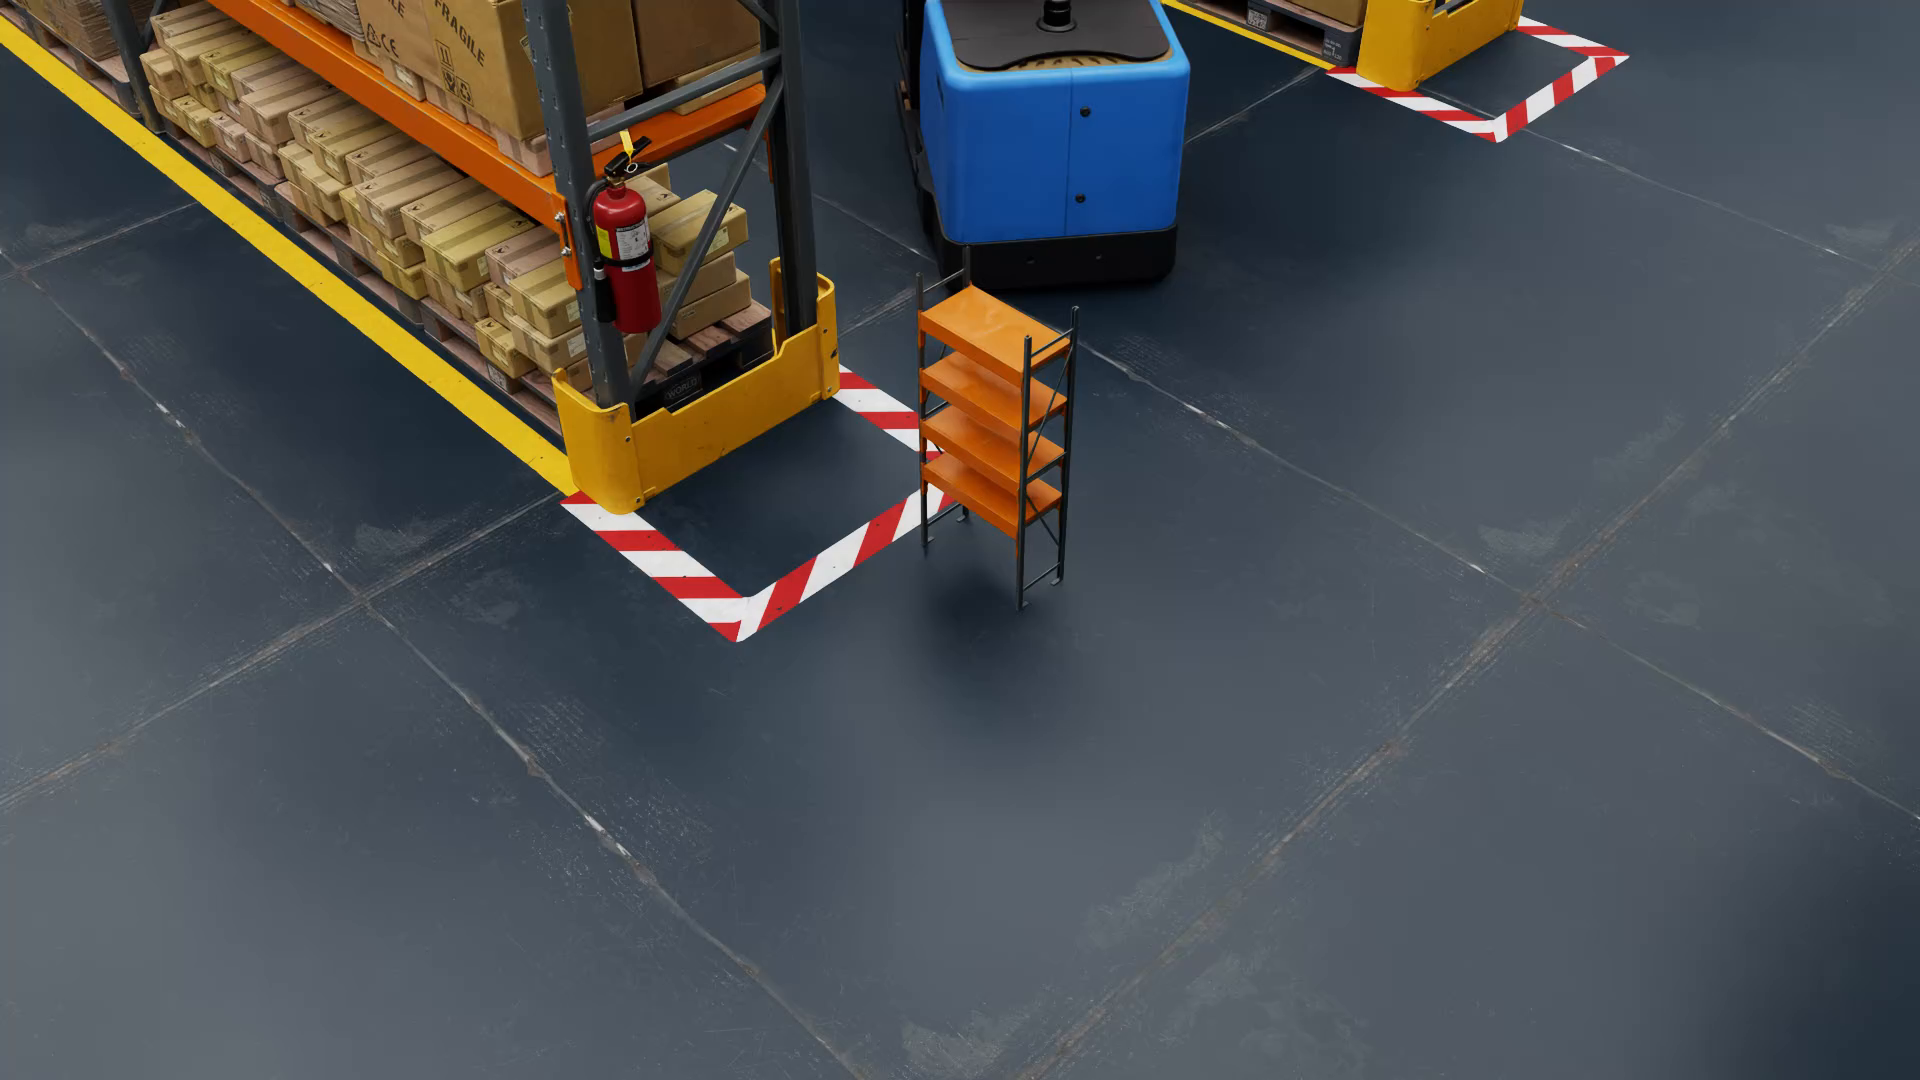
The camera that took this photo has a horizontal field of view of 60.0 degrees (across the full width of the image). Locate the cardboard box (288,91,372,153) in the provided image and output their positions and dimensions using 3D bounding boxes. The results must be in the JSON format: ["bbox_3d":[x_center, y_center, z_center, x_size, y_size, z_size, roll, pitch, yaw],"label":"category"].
[{"bbox_3d":[-2.743,-1.862,7.407,0.250,0.149,0.380,32,51,30],"label":"cardboard box"}]

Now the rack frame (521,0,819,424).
[{"bbox_3d":[-0.954,-1.505,5.668,1.000,3.000,0.127,-34,53,-31],"label":"rack frame"}]

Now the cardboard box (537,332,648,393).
[{"bbox_3d":[-1.473,-0.765,6.659,0.380,0.149,0.250,-33,52,-31],"label":"cardboard box"}]

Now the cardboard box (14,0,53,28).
[{"bbox_3d":[-4.842,-3.144,8.975,0.500,0.500,0.500,33,52,30],"label":"cardboard box"}]

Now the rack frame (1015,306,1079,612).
[{"bbox_3d":[0.289,-0.244,5.630,0.240,1.200,0.015,-34,53,-31],"label":"rack frame"}]

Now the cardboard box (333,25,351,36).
[{"bbox_3d":[-2.231,-2.095,6.492,0.250,0.149,0.380,32,51,30],"label":"cardboard box"}]

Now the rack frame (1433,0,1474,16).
[{"bbox_3d":[2.629,-3.833,8.188,1.000,3.000,0.127,-34,53,-31],"label":"rack frame"}]

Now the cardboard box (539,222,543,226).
[{"bbox_3d":[-1.623,-1.395,7.341,0.380,0.149,0.250,-33,52,-31],"label":"cardboard box"}]

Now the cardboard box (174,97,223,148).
[{"bbox_3d":[-3.561,-2.077,8.079,0.380,0.149,0.250,-33,52,-30],"label":"cardboard box"}]

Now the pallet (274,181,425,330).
[{"bbox_3d":[-2.413,-1.510,7.729,1.003,0.211,1.213,-34,53,-31],"label":"pallet"}]

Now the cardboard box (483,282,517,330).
[{"bbox_3d":[-1.675,-0.989,6.682,0.250,0.149,0.380,33,52,31],"label":"cardboard box"}]

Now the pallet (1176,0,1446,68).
[{"bbox_3d":[2.009,-3.156,9.510,1.003,0.211,1.213,-34,53,-31],"label":"pallet"}]

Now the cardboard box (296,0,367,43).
[{"bbox_3d":[-2.178,-2.232,6.163,0.500,0.500,0.500,-34,52,-31],"label":"cardboard box"}]

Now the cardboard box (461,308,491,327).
[{"bbox_3d":[-1.852,-1.008,6.922,0.250,0.149,0.380,34,52,31],"label":"cardboard box"}]

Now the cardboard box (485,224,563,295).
[{"bbox_3d":[-1.644,-1.112,6.596,0.380,0.149,0.250,-33,52,-31],"label":"cardboard box"}]

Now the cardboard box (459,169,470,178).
[{"bbox_3d":[-2.111,-1.697,7.449,0.380,0.149,0.250,-31,51,-29],"label":"cardboard box"}]

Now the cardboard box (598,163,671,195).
[{"bbox_3d":[-1.450,-1.502,7.018,0.250,0.149,0.380,34,53,31],"label":"cardboard box"}]

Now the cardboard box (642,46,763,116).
[{"bbox_3d":[-0.950,-1.725,6.092,0.250,0.149,0.380,34,52,31],"label":"cardboard box"}]

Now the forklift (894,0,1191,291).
[{"bbox_3d":[0.258,-3.175,7.526,1.130,2.935,3.031,-5,43,-6],"label":"forklift"}]

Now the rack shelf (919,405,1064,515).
[{"bbox_3d":[0.117,-0.312,5.802,0.258,0.148,0.480,-34,53,-31],"label":"rack shelf"}]

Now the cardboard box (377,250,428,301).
[{"bbox_3d":[-2.260,-1.213,7.144,0.250,0.149,0.380,32,51,30],"label":"cardboard box"}]

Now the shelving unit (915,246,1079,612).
[{"bbox_3d":[0.117,-0.361,5.757,0.258,1.200,0.503,-34,53,-31],"label":"shelving unit"}]

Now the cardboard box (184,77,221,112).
[{"bbox_3d":[-3.507,-2.237,8.033,0.380,0.149,0.250,-34,52,-31],"label":"cardboard box"}]

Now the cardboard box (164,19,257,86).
[{"bbox_3d":[-3.529,-2.327,7.911,0.380,0.149,0.250,-31,51,-29],"label":"cardboard box"}]

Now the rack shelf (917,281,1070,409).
[{"bbox_3d":[0.117,-0.650,5.490,0.258,0.148,0.480,-34,53,-31],"label":"rack shelf"}]

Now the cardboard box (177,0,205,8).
[{"bbox_3d":[-4.113,-3.145,8.976,0.500,0.500,0.500,-32,51,-30],"label":"cardboard box"}]

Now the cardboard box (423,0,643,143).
[{"bbox_3d":[-1.453,-1.743,5.633,0.500,0.500,0.500,-33,52,-31],"label":"cardboard box"}]

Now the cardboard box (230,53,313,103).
[{"bbox_3d":[-3.116,-2.115,7.681,0.250,0.149,0.380,33,52,30],"label":"cardboard box"}]

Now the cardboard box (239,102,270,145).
[{"bbox_3d":[-3.121,-2.006,7.783,0.250,0.149,0.380,32,51,30],"label":"cardboard box"}]

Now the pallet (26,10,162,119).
[{"bbox_3d":[-4.329,-2.776,9.099,1.003,0.211,1.213,-34,53,-31],"label":"pallet"}]

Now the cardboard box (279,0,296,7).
[{"bbox_3d":[-2.624,-2.325,6.741,0.380,0.149,0.250,-32,52,-30],"label":"cardboard box"}]

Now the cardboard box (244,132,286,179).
[{"bbox_3d":[-3.134,-1.885,7.870,0.250,0.149,0.380,33,52,31],"label":"cardboard box"}]

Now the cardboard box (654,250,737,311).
[{"bbox_3d":[-1.142,-1.096,6.798,0.380,0.149,0.250,-32,51,-30],"label":"cardboard box"}]

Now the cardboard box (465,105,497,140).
[{"bbox_3d":[-1.533,-1.571,5.925,0.250,0.149,0.380,34,53,31],"label":"cardboard box"}]

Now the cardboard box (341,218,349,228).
[{"bbox_3d":[-2.564,-1.511,7.467,0.380,0.149,0.250,-33,52,-30],"label":"cardboard box"}]

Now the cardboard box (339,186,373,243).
[{"bbox_3d":[-2.440,-1.462,7.193,0.380,0.149,0.250,-31,51,-29],"label":"cardboard box"}]

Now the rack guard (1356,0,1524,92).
[{"bbox_3d":[2.646,-2.904,9.024,1.175,0.500,0.348,-34,53,-31],"label":"rack guard"}]

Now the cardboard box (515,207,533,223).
[{"bbox_3d":[-2.014,-1.265,6.981,0.250,0.149,0.380,34,52,31],"label":"cardboard box"}]

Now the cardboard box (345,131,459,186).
[{"bbox_3d":[-2.391,-1.612,7.137,0.250,0.149,0.380,32,52,30],"label":"cardboard box"}]

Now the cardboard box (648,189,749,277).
[{"bbox_3d":[-1.083,-1.245,6.740,0.250,0.149,0.380,32,51,30],"label":"cardboard box"}]

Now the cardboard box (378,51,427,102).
[{"bbox_3d":[-1.918,-1.796,6.168,0.380,0.149,0.250,-33,52,-30],"label":"cardboard box"}]

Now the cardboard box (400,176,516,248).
[{"bbox_3d":[-2.055,-1.330,6.832,0.250,0.149,0.380,32,52,30],"label":"cardboard box"}]

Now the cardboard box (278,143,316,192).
[{"bbox_3d":[-2.810,-1.711,7.464,0.250,0.149,0.380,34,52,31],"label":"cardboard box"}]
